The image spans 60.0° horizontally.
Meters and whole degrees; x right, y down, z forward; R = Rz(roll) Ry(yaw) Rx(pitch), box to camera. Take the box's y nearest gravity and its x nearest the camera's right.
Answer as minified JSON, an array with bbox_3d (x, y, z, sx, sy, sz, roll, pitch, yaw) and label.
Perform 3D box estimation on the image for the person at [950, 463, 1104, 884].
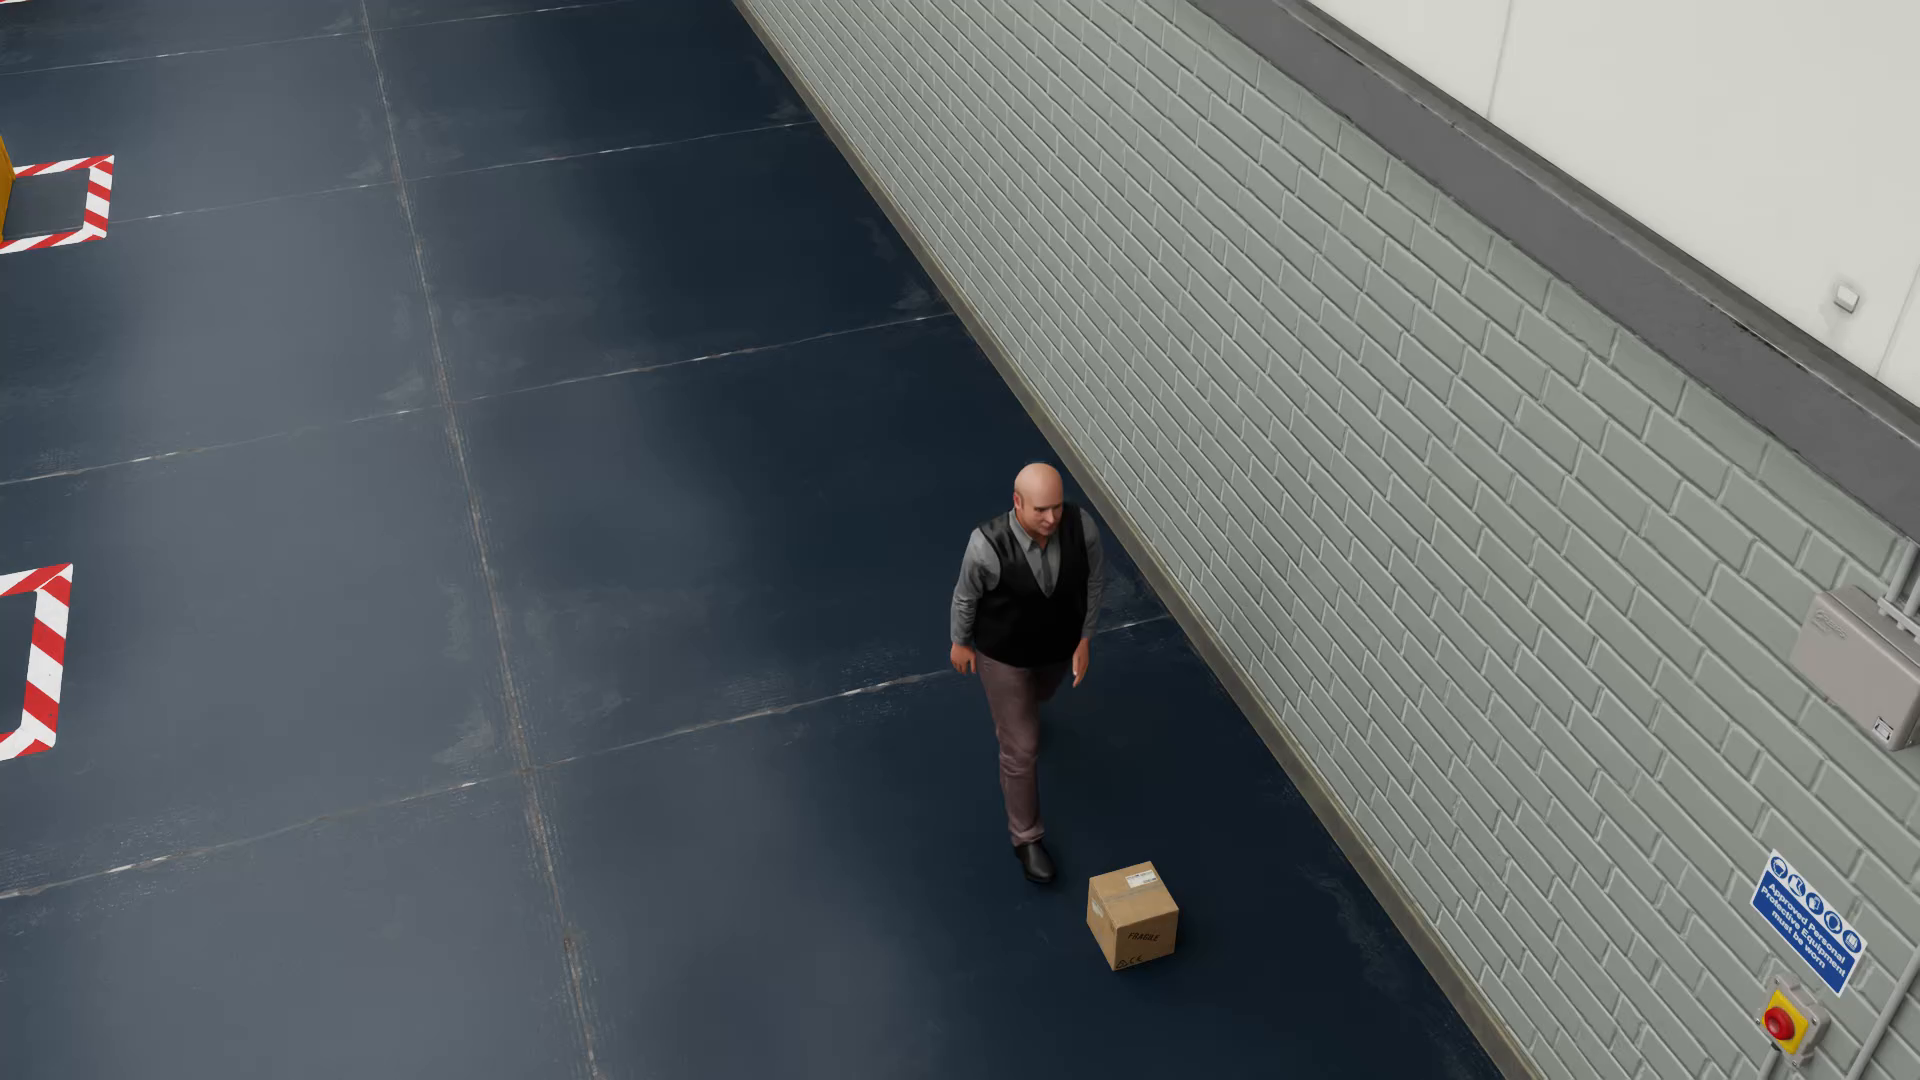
[{"bbox_3d":[0.258,0.385,6.322,0.559,1.682,1.047,-14,40,-18],"label":"person"}]
